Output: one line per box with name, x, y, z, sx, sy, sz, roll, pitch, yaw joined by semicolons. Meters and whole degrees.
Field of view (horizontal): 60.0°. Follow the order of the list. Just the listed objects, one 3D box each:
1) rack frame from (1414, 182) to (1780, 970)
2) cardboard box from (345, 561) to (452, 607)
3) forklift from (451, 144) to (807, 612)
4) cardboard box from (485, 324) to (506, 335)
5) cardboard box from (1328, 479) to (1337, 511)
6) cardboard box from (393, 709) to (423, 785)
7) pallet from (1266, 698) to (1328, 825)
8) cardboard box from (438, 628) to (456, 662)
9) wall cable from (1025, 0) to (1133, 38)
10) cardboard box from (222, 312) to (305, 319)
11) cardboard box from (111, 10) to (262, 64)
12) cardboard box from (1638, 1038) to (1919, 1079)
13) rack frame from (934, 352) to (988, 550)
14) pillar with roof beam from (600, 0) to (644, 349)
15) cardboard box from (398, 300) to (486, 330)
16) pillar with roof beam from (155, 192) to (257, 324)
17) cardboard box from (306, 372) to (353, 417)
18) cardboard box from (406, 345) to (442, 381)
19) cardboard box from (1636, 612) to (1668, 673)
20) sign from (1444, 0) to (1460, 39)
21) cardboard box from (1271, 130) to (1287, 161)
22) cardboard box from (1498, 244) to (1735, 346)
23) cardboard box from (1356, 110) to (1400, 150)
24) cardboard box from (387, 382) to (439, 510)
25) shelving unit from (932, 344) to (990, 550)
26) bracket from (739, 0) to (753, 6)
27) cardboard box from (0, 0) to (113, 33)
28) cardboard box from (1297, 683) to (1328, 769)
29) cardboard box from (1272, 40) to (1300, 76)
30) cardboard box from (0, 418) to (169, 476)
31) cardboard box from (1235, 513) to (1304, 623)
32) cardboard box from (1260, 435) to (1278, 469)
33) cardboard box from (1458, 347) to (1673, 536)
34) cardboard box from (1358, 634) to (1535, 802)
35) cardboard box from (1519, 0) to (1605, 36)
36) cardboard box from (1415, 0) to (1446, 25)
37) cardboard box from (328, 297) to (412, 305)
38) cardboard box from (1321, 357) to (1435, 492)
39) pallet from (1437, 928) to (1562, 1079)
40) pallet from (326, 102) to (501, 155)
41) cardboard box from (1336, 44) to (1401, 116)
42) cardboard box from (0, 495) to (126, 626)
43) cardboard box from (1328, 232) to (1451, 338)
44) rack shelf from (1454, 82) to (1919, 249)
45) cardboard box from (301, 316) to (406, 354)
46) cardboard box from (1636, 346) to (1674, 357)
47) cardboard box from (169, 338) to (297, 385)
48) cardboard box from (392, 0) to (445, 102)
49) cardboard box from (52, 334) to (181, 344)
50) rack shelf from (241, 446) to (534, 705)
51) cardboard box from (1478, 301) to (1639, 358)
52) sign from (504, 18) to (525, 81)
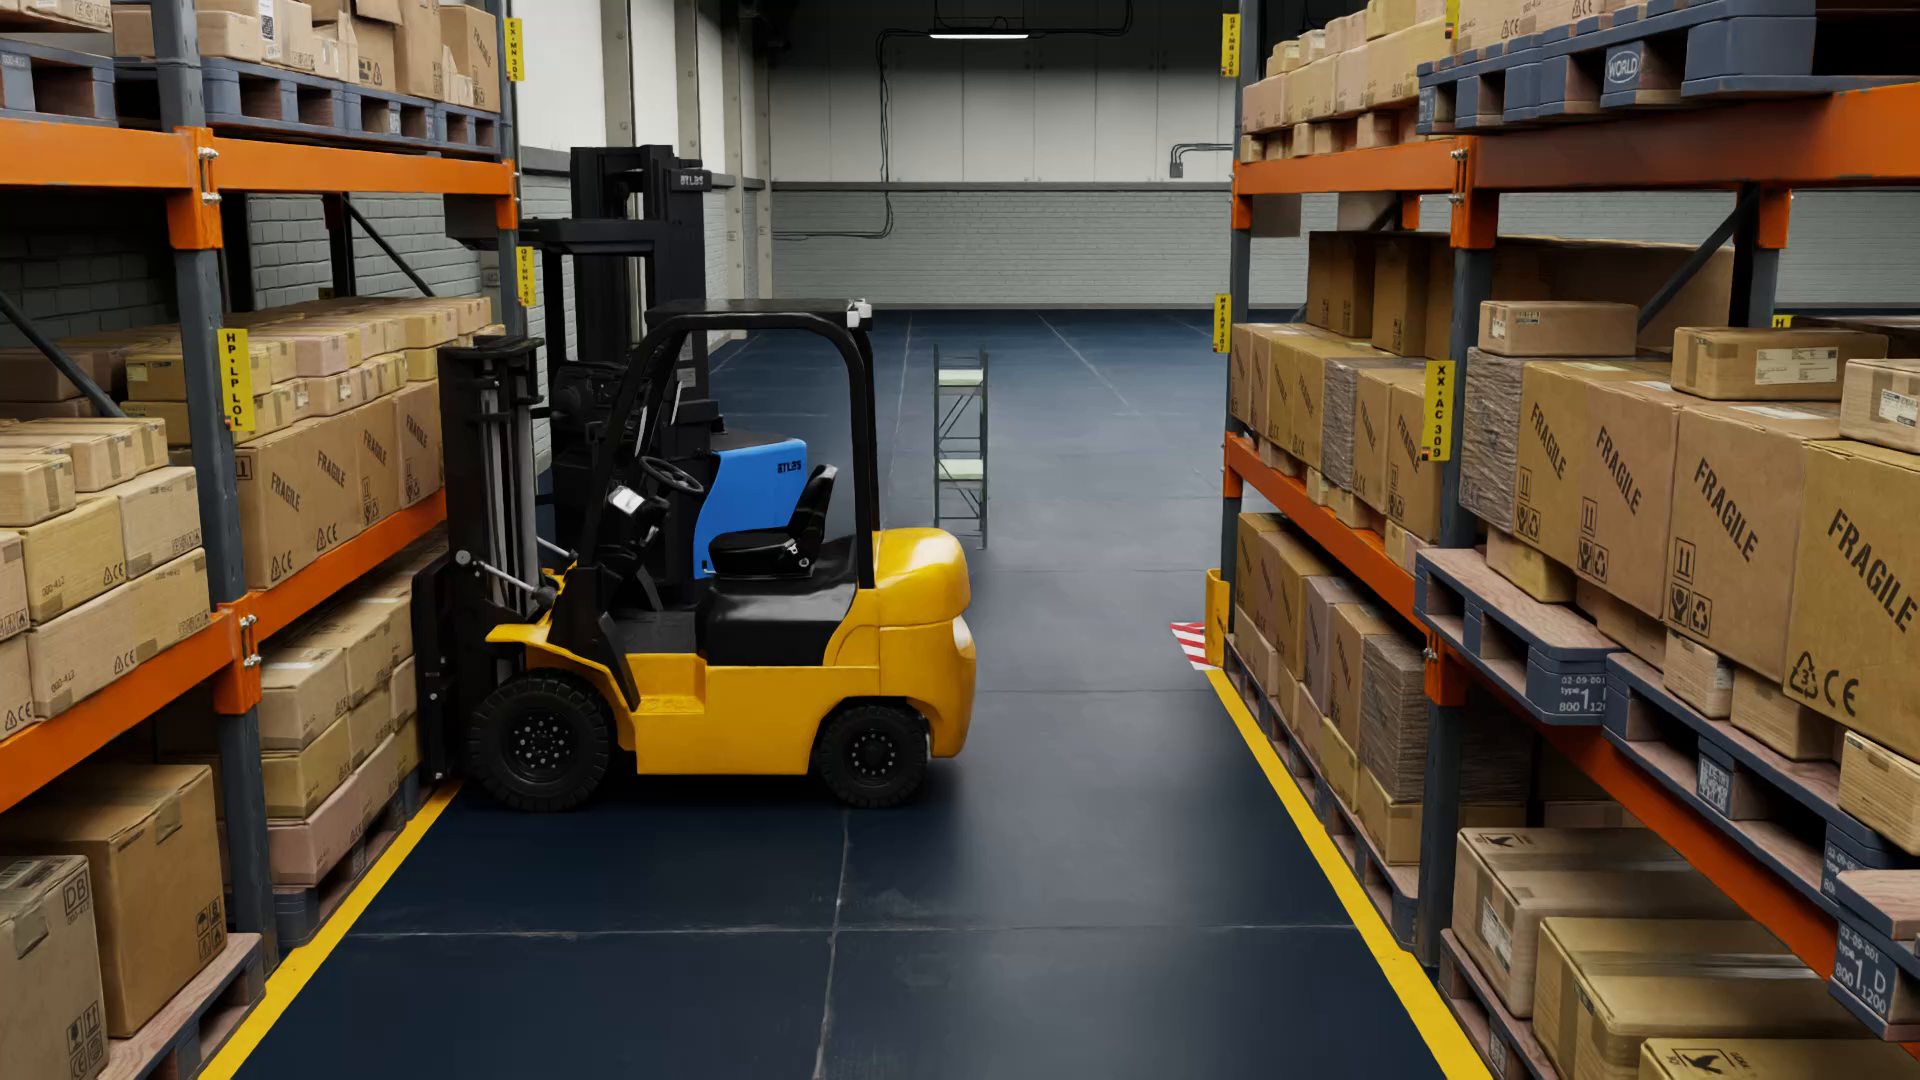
rack frame;2.101;0.000;5.514;1.000;3.000;0.127;0;11;-1
cardboard box;-2.583;0.271;7.525;0.500;0.250;0.500;0;11;-2
forklift;-2.319;-0.881;10.030;1.130;2.935;3.031;9;15;39
cardboard box;-2.657;-1.073;8.920;0.380;0.149;0.250;0;11;0
cardboard box;1.790;-0.192;7.094;0.380;0.149;0.250;0;11;-2
cardboard box;-2.593;0.863;7.122;0.500;0.250;0.500;0;11;0
pallet;2.024;0.990;7.646;1.003;0.211;1.213;0;11;-1
cardboard box;-2.584;0.520;7.553;0.500;0.250;0.500;0;11;-1
wall cable;2.609;-13.332;39.812;3.097;2.526;0.112;0;11;-1
cardboard box;-3.232;-0.960;7.616;0.380;0.149;0.250;-1;11;-3
cardboard box;-2.567;-1.671;5.530;0.380;0.149;0.250;0;11;0
cardboard box;2.149;1.468;3.834;0.950;0.372;0.625;0;11;1
rack frame;0.007;-0.664;12.558;0.400;1.500;0.023;0;11;-1
pillar with roof beam;0.225;-5.975;19.877;9.100;9.000;0.400;0;11;-1
cardboard box;-2.690;-1.167;8.637;0.380;0.149;0.250;0;11;-1
pillar with roof beam;0.473;-3.589;8.119;9.100;9.000;0.400;0;11;-1
cardboard box;-2.576;-0.562;6.404;0.380;0.149;0.250;0;11;0
cardboard box;-2.606;-0.818;7.664;0.380;0.149;0.250;0;11;-1
cardboard box;1.842;0.235;3.933;0.380;0.149;0.250;0;11;-1
sign;1.559;-1.719;5.145;0.100;0.325;0.005;0;11;-1
cardboard box;1.767;-1.970;8.312;0.380;0.149;0.250;0;11;0
cardboard box;2.309;-0.773;5.810;0.700;0.500;0.500;0;11;-2
cardboard box;1.782;-1.613;6.552;0.380;0.149;0.250;0;11;0
cardboard box;-2.638;-0.421;7.339;0.500;0.500;0.500;0;11;-1
shelving unit;0.000;-0.736;12.917;0.431;1.500;0.755;0;11;-1
bracket;-3.963;-10.026;30.790;0.235;0.232;0.430;0;11;-1
cardboard box;-2.603;-1.517;4.364;0.500;0.311;0.500;-1;11;-3
cardboard box;1.793;0.819;7.339;0.500;0.250;0.500;0;11;0
cardboard box;1.717;-2.311;7.988;0.380;0.149;0.250;0;11;-1
cardboard box;-2.633;-0.279;5.005;0.380;0.149;0.250;0;11;1
cardboard box;1.759;0.146;8.771;0.500;0.500;0.500;-1;11;-3
cardboard box;1.721;-0.450;8.363;0.380;0.149;0.250;0;11;0
cardboard box;1.824;-0.306;4.967;0.500;0.500;0.500;0;11;0
cardboard box;1.820;0.658;6.245;0.500;0.500;0.500;0;11;-2
cardboard box;1.724;-1.383;4.111;0.500;0.250;0.500;0;11;-2
cardboard box;1.794;-1.851;5.720;0.380;0.149;0.250;-1;11;-3
cardboard box;-3.151;-1.219;8.891;0.380;0.149;0.250;0;11;-2
cardboard box;1.810;-0.487;6.917;0.500;0.500;0.500;0;11;0
pallet;2.118;1.522;5.028;1.003;0.211;1.213;0;11;-1
pallet;-2.956;-2.060;8.346;1.003;0.211;1.213;0;11;-1
cardboard box;1.815;-1.831;6.623;0.500;0.250;0.500;0;11;-2
cardboard box;-2.578;0.049;4.395;0.500;0.250;0.500;-1;11;-3
cardboard box;2.250;-1.278;8.302;0.700;0.500;0.500;0;11;-1
rack shelf;2.142;-0.720;3.327;1.077;0.370;4.000;0;11;-1
cardboard box;-2.689;-0.911;7.375;0.380;0.149;0.250;0;11;0
cardboard box;2.340;-0.309;4.984;0.500;0.500;0.500;0;11;-2
cardboard box;-2.682;-0.658;6.128;0.380;0.149;0.250;0;11;-2
cardboard box;-2.770;-2.257;7.534;0.700;0.500;0.500;0;11;-1
cardboard box;-3.221;-0.706;6.362;0.380;0.149;0.250;0;11;-2
rack shelf;-2.903;-0.024;7.441;1.077;0.370;4.000;0;11;-1
cardboard box;1.757;-0.623;4.900;0.380;0.149;0.250;0;11;-1
sign;-2.402;-2.638;8.948;0.100;0.325;0.005;0;11;-1
